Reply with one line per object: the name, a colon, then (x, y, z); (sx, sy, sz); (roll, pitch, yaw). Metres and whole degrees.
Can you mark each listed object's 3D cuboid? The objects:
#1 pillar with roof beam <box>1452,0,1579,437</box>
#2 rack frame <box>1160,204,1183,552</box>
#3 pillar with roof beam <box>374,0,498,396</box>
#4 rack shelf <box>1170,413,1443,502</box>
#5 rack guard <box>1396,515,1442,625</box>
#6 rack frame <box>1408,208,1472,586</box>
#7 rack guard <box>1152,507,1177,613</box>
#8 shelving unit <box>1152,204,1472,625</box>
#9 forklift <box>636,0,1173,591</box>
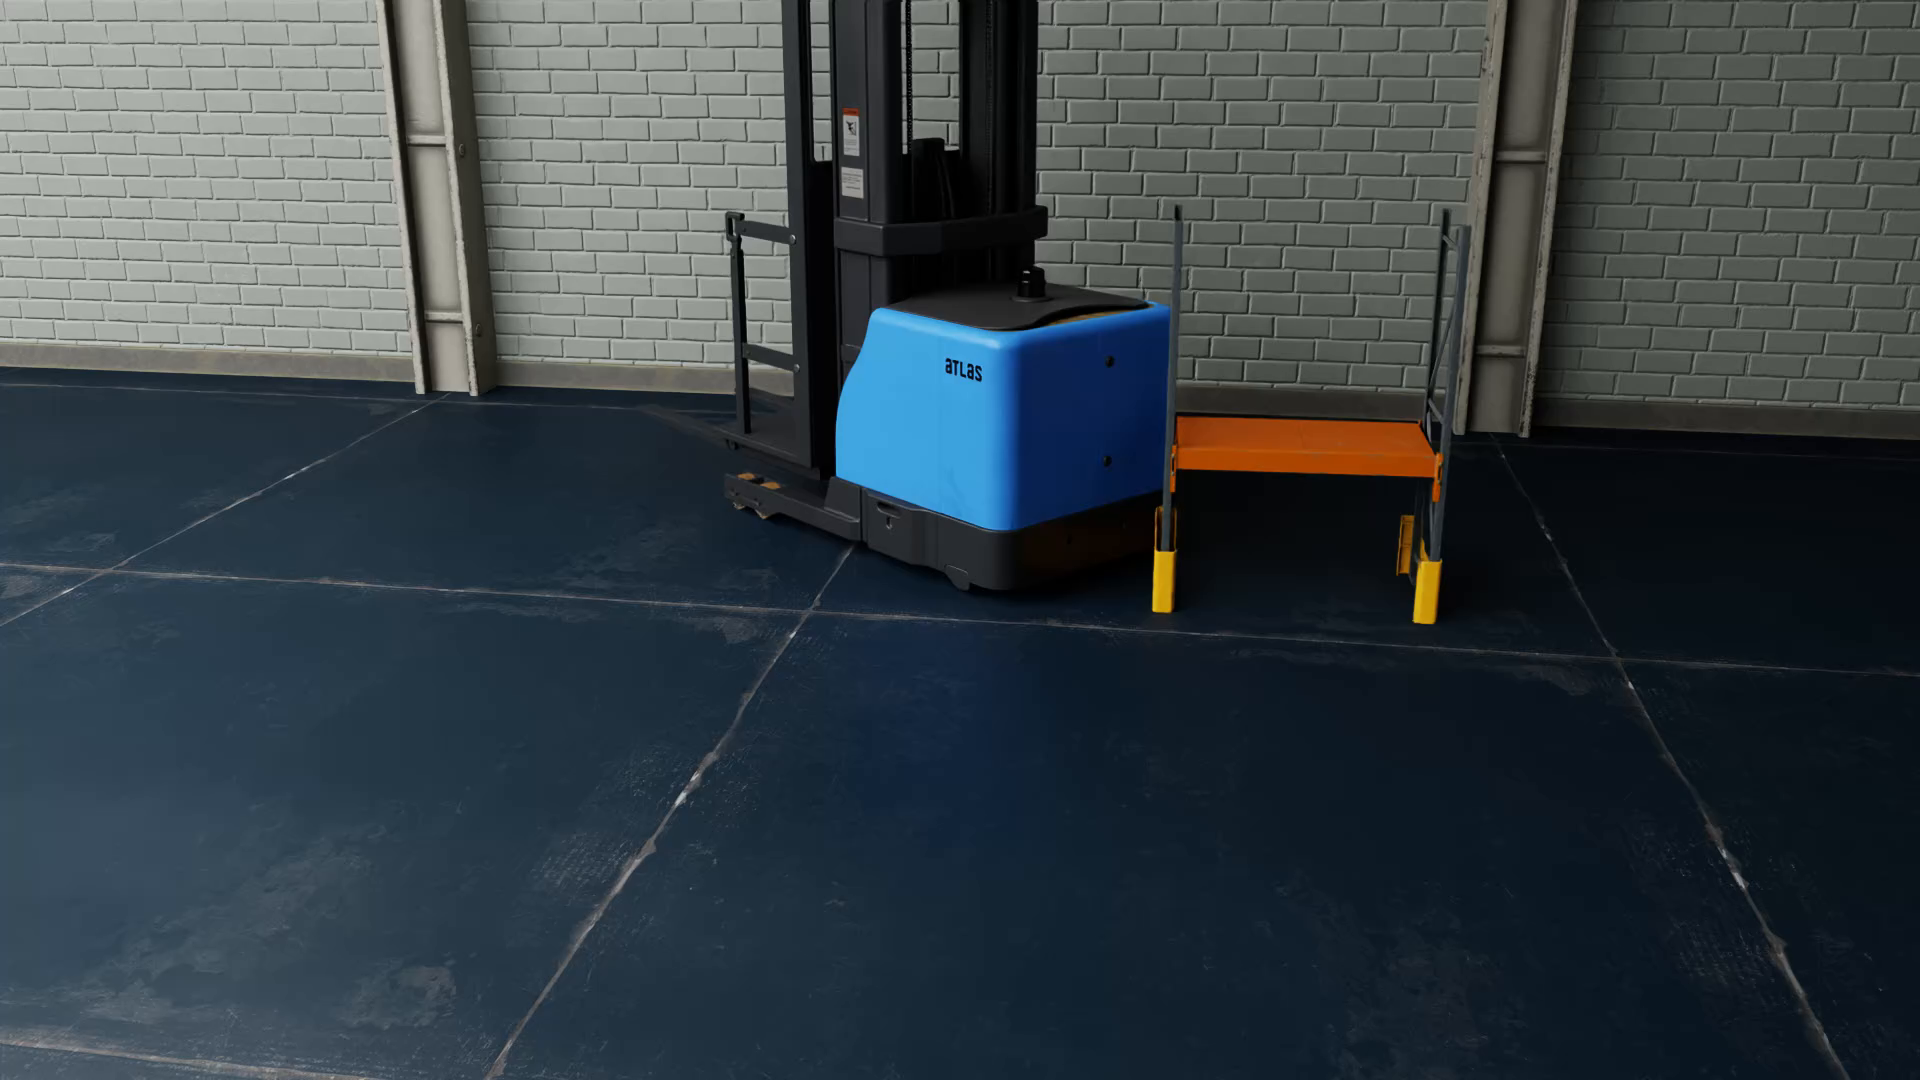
pillar with roof beam: (2.216, -3.529, 3.668); (0.400, 9.000, 9.100); (3, 19, 9)
rack frame: (0.823, -0.520, 6.494); (0.032, 1.500, 0.500); (2, 19, 7)
pillar with roof beam: (-3.708, -3.831, 4.570); (0.400, 9.000, 9.100); (3, 19, 9)
rack shelf: (1.328, -0.330, 6.493); (1.000, 0.185, 0.538); (2, 19, 7)
rack guard: (1.813, 0.111, 6.579); (0.087, 0.250, 0.587); (2, 19, 7)
rack frame: (1.832, -0.481, 6.378); (0.032, 1.500, 0.500); (2, 19, 7)
rack guard: (0.824, 0.073, 6.692); (0.087, 0.250, 0.587); (2, 19, 7)
shelving unit: (1.319, -0.501, 6.437); (1.083, 1.500, 0.587); (2, 19, 7)
forklift: (-0.444, -1.582, 7.412); (1.130, 2.935, 3.031); (-15, 24, -39)
